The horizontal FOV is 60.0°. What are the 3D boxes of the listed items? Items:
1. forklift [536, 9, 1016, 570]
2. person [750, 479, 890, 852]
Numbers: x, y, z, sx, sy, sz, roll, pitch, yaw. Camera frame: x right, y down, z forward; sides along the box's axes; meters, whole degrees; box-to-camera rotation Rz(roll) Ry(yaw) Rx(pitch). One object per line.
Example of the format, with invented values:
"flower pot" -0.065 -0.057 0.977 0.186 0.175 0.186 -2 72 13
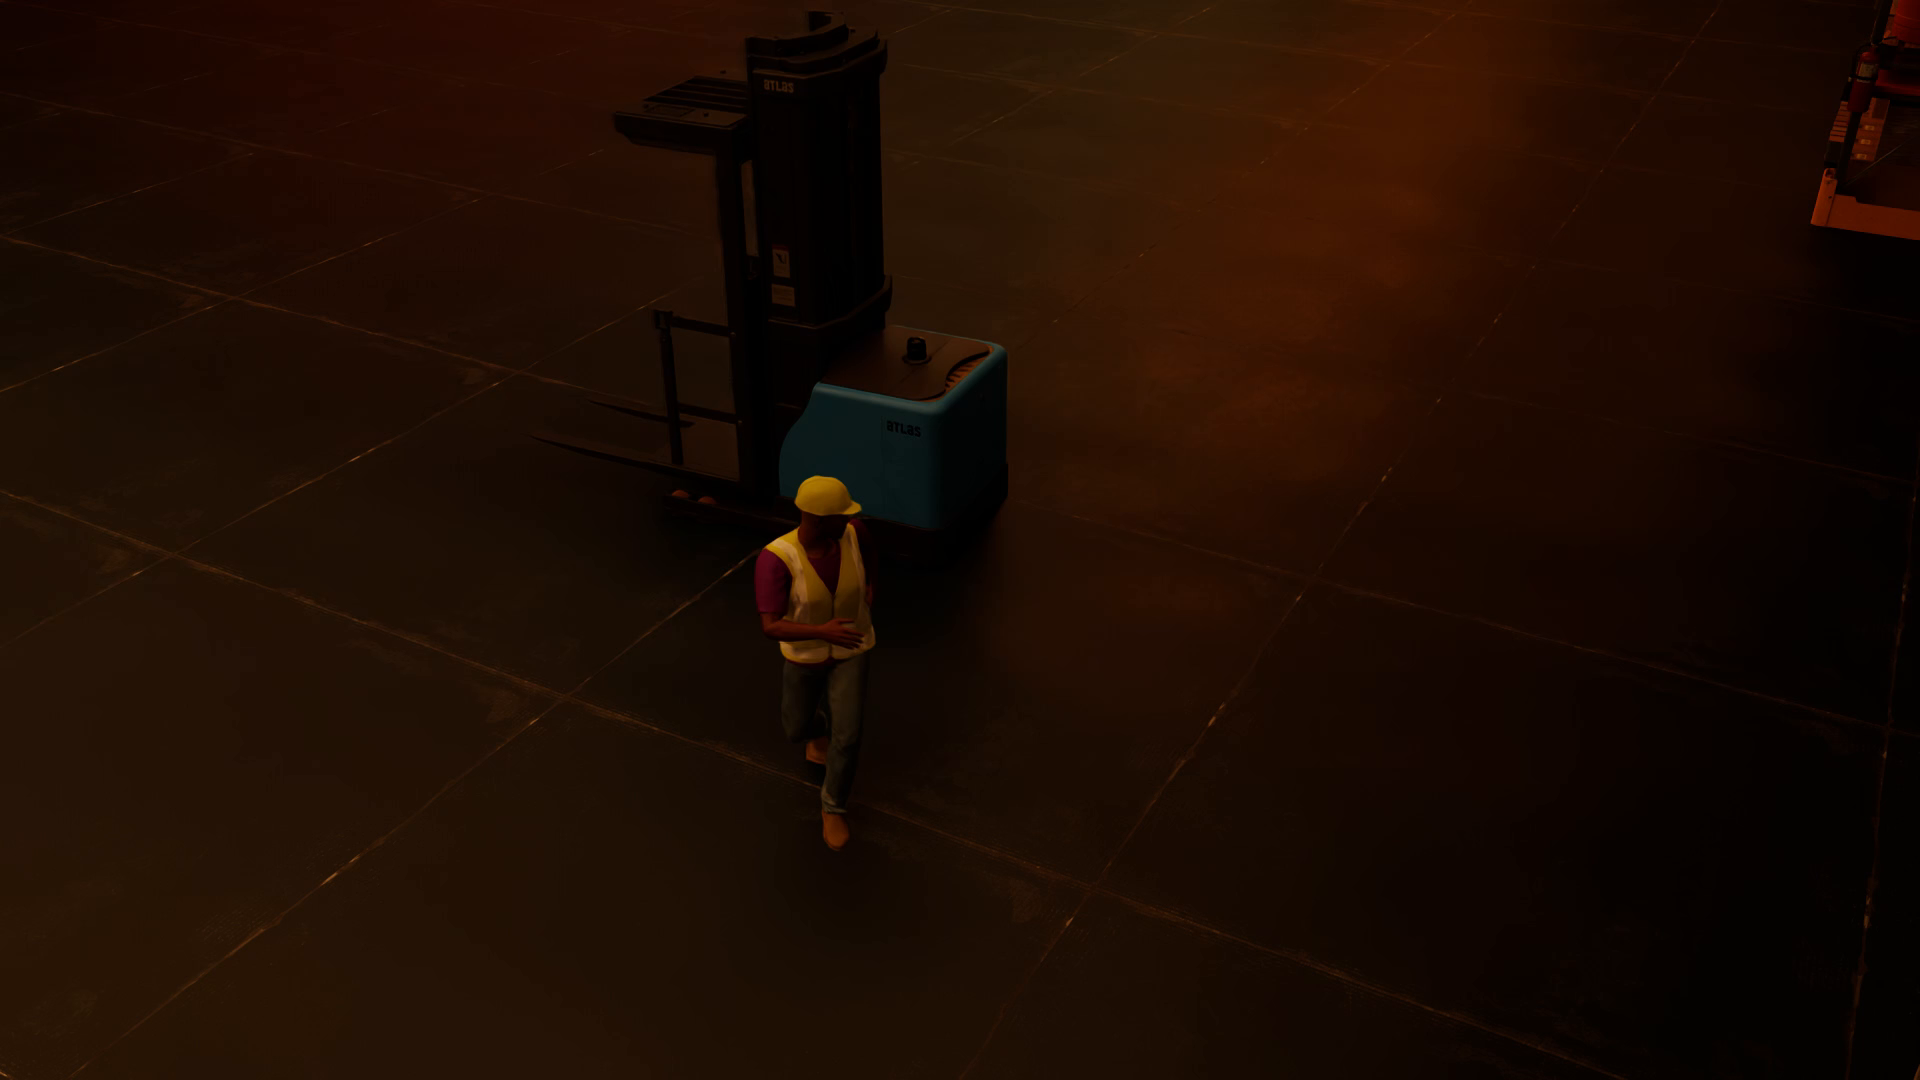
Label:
"forklift" -1.219 -1.581 9.810 3.031 2.935 1.130 13 32 21
"person" -0.609 0.485 7.497 0.622 1.686 0.853 -2 30 -4
